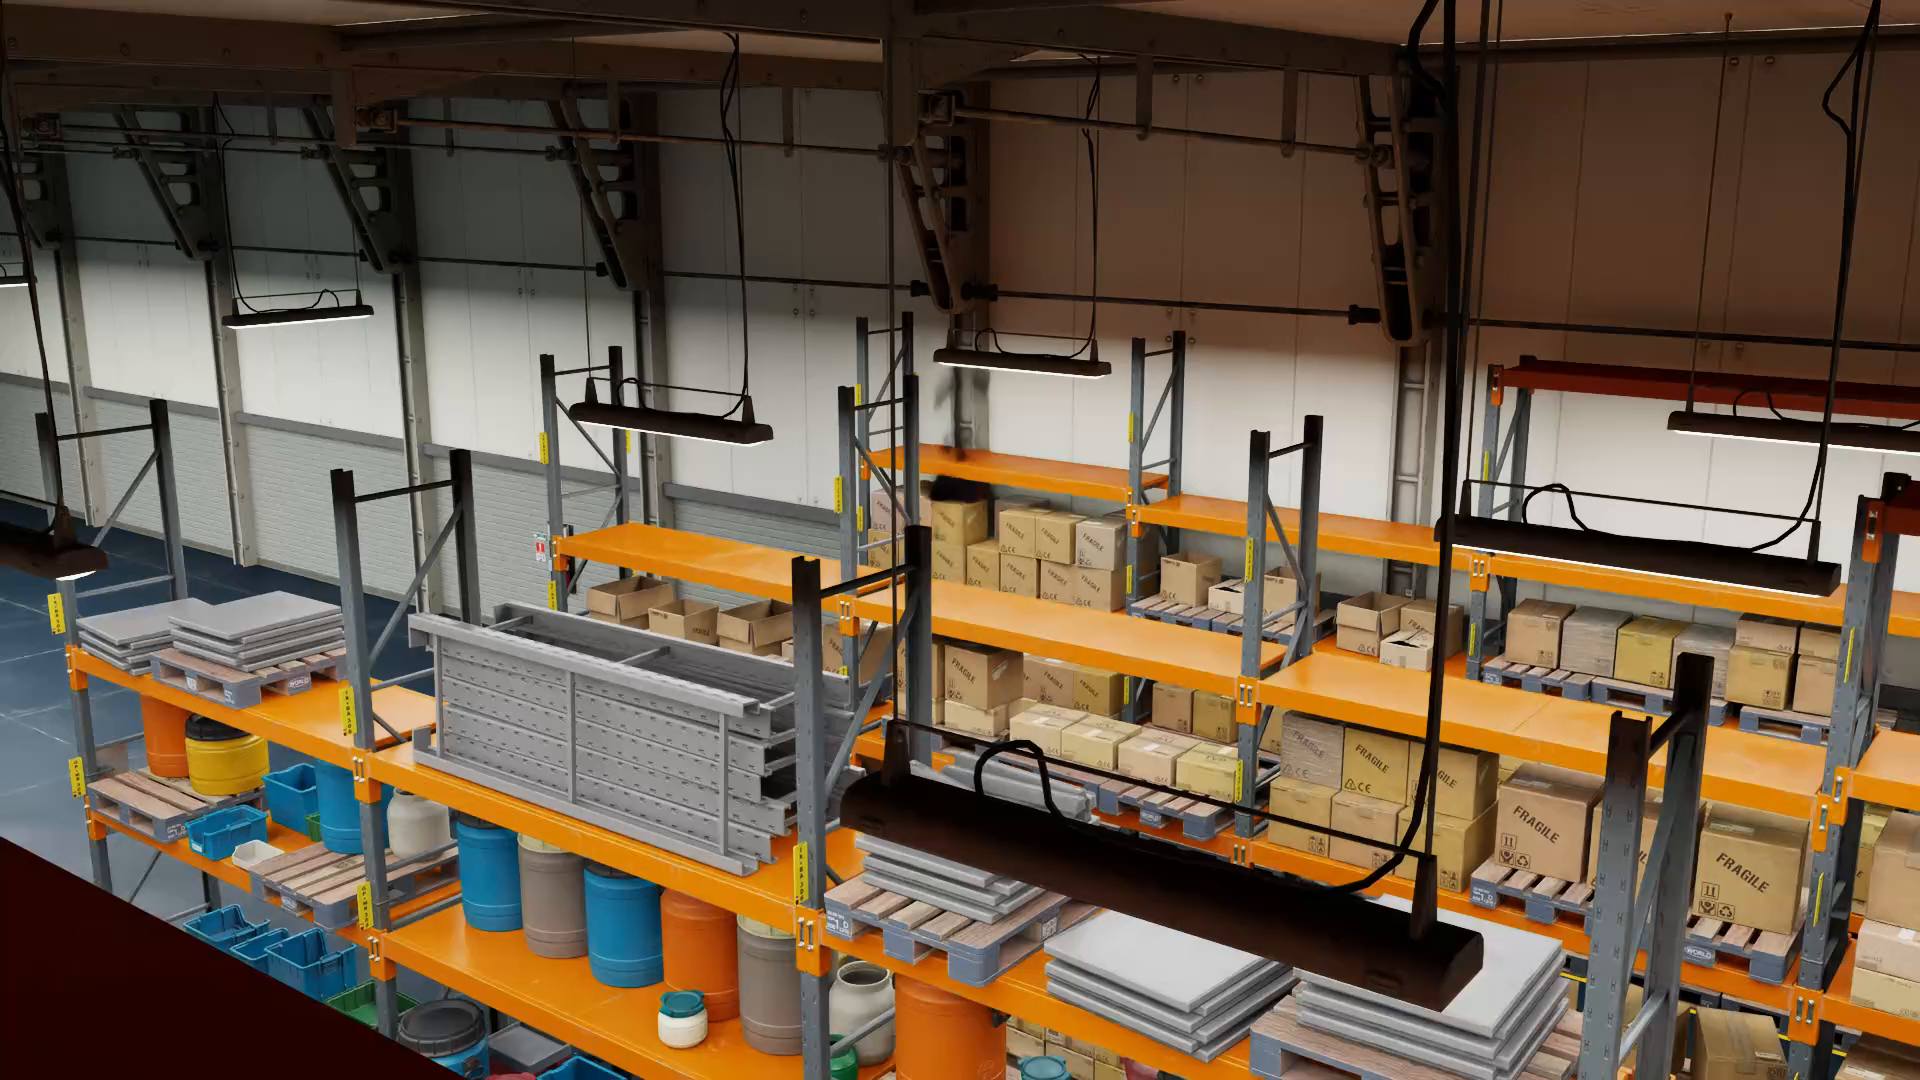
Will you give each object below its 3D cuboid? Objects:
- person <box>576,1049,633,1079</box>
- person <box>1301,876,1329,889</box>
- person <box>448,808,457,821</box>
[{"bbox_3d":[-2.936,4.169,13.739,0.813,1.589,0.545,12,18,42],"label":"person"},{"bbox_3d":[3.193,3.776,15.364,0.548,1.658,0.612,12,17,41],"label":"person"},{"bbox_3d":[-5.990,2.524,20.463,0.948,1.729,0.643,-10,16,-36],"label":"person"}]
